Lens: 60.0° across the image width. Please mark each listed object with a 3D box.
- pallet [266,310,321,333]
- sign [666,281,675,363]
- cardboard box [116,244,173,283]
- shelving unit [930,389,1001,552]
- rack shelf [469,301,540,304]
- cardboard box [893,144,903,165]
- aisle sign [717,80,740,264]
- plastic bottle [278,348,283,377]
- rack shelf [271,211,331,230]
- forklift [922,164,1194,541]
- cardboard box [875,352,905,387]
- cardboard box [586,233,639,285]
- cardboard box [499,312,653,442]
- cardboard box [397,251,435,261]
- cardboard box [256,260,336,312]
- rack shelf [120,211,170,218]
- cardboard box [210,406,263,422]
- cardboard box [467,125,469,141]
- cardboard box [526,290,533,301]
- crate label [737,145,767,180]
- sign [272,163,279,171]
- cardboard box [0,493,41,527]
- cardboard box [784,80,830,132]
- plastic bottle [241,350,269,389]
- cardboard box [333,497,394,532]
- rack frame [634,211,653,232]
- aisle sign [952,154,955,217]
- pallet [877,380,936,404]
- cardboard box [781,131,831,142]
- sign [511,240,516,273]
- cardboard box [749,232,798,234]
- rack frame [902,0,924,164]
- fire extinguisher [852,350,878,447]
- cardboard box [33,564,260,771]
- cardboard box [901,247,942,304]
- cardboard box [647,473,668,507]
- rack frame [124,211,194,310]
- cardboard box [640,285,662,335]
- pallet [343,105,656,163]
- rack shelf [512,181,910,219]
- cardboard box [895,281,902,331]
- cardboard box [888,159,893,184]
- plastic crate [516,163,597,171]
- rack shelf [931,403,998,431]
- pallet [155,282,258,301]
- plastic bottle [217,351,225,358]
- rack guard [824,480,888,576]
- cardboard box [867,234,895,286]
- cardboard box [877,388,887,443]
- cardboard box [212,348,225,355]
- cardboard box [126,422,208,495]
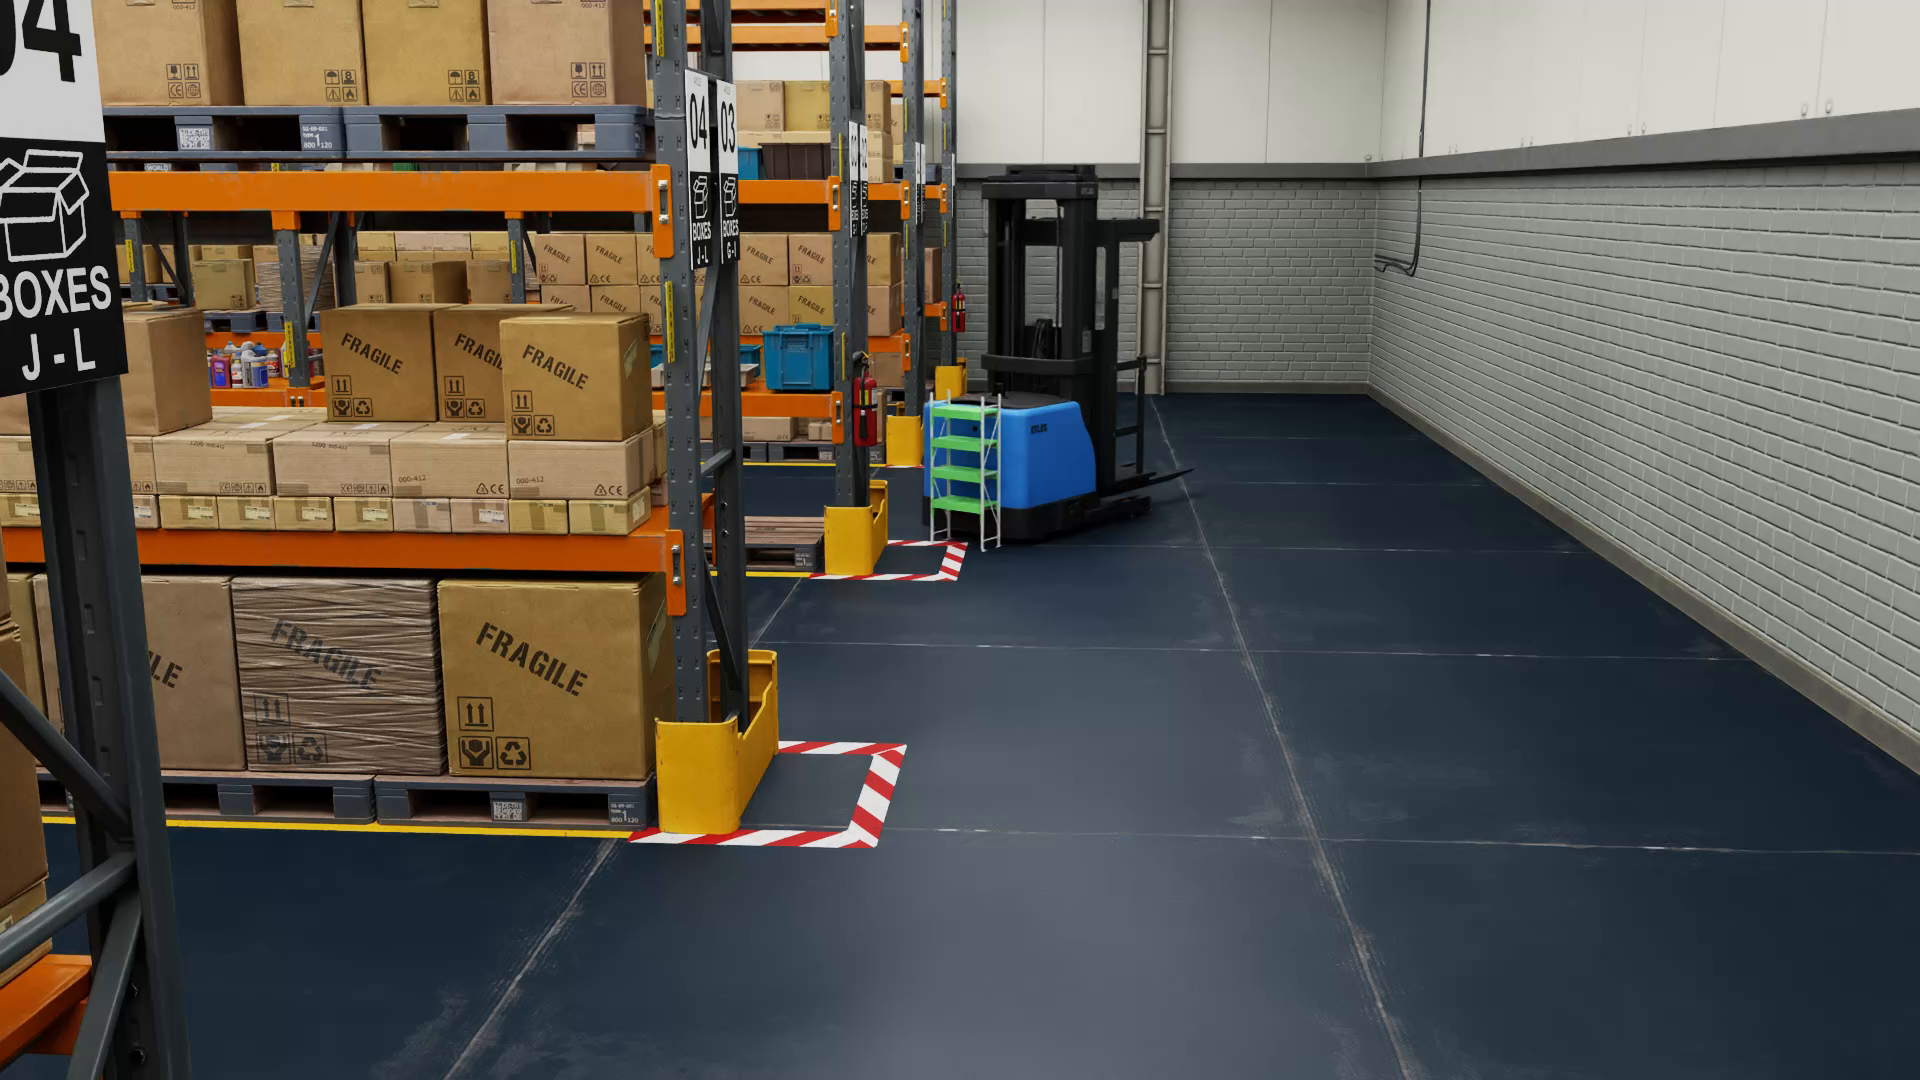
[{"bbox_3d":[-6.506,-2.330,17.547,1.213,0.211,1.003,1,12,4],"label":"pallet"},{"bbox_3d":[-1.180,-0.888,6.781,0.005,0.325,0.100,1,12,4],"label":"sign"},{"bbox_3d":[-11.048,-3.757,22.585,0.500,0.500,0.700,2,12,10],"label":"cardboard box"},{"bbox_3d":[0.042,-0.545,12.941,0.503,1.200,0.258,9,15,36],"label":"shelving unit"},{"bbox_3d":[-6.124,-3.082,22.431,4.000,0.370,1.077,1,12,4],"label":"rack shelf"},{"bbox_3d":[-0.886,-4.957,21.409,0.500,0.250,0.500,1,12,5],"label":"cardboard box"},{"bbox_3d":[-1.038,-1.649,7.475,0.004,0.787,0.394,1,12,4],"label":"aisle sign"},{"bbox_3d":[-5.261,-1.419,13.013,0.133,0.283,0.061,1,12,4],"label":"plastic bottle"},{"bbox_3d":[-6.786,-2.526,12.449,4.000,0.370,1.077,1,12,4],"label":"rack shelf"},{"bbox_3d":[0.984,-1.672,14.103,1.130,2.935,3.031,9,15,36],"label":"forklift"},{"bbox_3d":[-0.842,-2.323,22.126,0.500,0.500,0.700,1,12,4],"label":"cardboard box"},{"bbox_3d":[-3.490,-2.862,16.937,0.500,0.500,0.500,0,12,2],"label":"cardboard box"},{"bbox_3d":[-1.634,-0.708,7.136,0.500,0.500,0.500,1,12,4],"label":"cardboard box"},{"bbox_3d":[-7.130,-3.598,22.121,0.500,0.500,0.500,1,12,6],"label":"cardboard box"},{"bbox_3d":[-6.911,-2.667,17.420,0.500,0.500,0.700,3,12,14],"label":"cardboard box"},{"bbox_3d":[-10.442,-3.593,17.548,4.000,0.370,1.077,1,12,4],"label":"rack shelf"},{"bbox_3d":[-3.638,-0.477,7.862,0.500,0.250,0.500,1,12,5],"label":"cardboard box"},{"bbox_3d":[-4.953,-4.188,17.123,0.600,0.600,0.600,0,12,-2],"label":"cardboard box"},{"bbox_3d":[-5.749,-3.266,22.122,0.250,0.149,0.380,0,12,2],"label":"cardboard box"},{"bbox_3d":[-1.698,-2.802,12.374,0.502,0.251,0.408,1,12,4],"label":"crate label"},{"bbox_3d":[-4.829,-2.743,11.706,0.005,0.325,0.100,1,12,4],"label":"sign"},{"bbox_3d":[-4.061,-0.165,7.347,0.250,0.149,0.380,0,12,2],"label":"cardboard box"},{"bbox_3d":[-1.472,-4.374,16.841,0.500,0.500,0.700,1,12,4],"label":"cardboard box"},{"bbox_3d":[-5.205,-1.261,12.274,0.135,0.276,0.152,1,12,4],"label":"plastic bottle"},{"bbox_3d":[-2.527,-0.144,7.246,0.250,0.149,0.380,1,12,2],"label":"cardboard box"},{"bbox_3d":[-4.128,-3.407,22.227,0.127,3.000,1.000,1,12,4],"label":"rack frame"},{"bbox_3d":[-0.086,-4.562,21.402,0.004,0.787,0.394,1,12,4],"label":"aisle sign"},{"bbox_3d":[-0.940,-1.982,22.227,1.213,0.211,1.003,1,12,4],"label":"pallet"},{"bbox_3d":[-1.493,-3.941,16.601,0.500,0.250,0.500,1,12,4],"label":"cardboard box"},{"bbox_3d":[-4.489,-2.848,16.728,0.005,0.325,0.100,1,12,4],"label":"sign"},{"bbox_3d":[-1.911,-2.951,17.366,0.500,0.500,0.500,1,12,5],"label":"cardboard box"},{"bbox_3d":[-0.465,-5.276,16.513,0.127,3.000,1.000,1,12,4],"label":"rack frame"},{"bbox_3d":[-0.679,-1.013,11.882,0.183,0.674,0.296,1,12,4],"label":"fire extinguisher"},{"bbox_3d":[-3.570,0.501,7.709,0.875,0.875,0.875,1,12,4],"label":"cardboard box"},{"bbox_3d":[-0.647,-3.504,21.958,0.700,0.700,0.980,1,12,6],"label":"cardboard box"},{"bbox_3d":[-1.463,-0.265,7.824,0.250,0.149,0.380,1,12,4],"label":"cardboard box"},{"bbox_3d":[-8.447,-2.449,17.651,0.127,3.000,1.000,1,12,4],"label":"rack frame"},{"bbox_3d":[-2.955,-2.367,17.014,0.500,0.500,0.500,1,12,3],"label":"cardboard box"},{"bbox_3d":[-1.871,-1.749,7.193,1.213,0.211,1.003,1,12,4],"label":"pallet"},{"bbox_3d":[-2.460,-3.483,17.025,4.000,0.370,1.077,1,12,4],"label":"rack shelf"},{"bbox_3d":[-0.890,-2.449,17.404,0.500,0.500,0.500,1,12,5],"label":"cardboard box"},{"bbox_3d":[-0.960,-3.794,17.117,0.500,0.250,0.500,1,12,4],"label":"cardboard box"},{"bbox_3d":[-2.878,-2.645,11.903,0.530,0.136,0.437,1,12,4],"label":"plastic crate"},{"bbox_3d":[0.042,-0.952,12.856,0.480,0.148,0.258,9,15,36],"label":"rack shelf"},{"bbox_3d":[-10.097,-3.386,22.598,1.213,0.211,1.003,1,12,4],"label":"pallet"},{"bbox_3d":[-5.803,-1.383,13.039,0.097,0.201,0.097,0,12,0],"label":"plastic bottle"},{"bbox_3d":[-0.775,-0.107,12.557,0.348,0.500,1.175,1,12,4],"label":"rack guard"},{"bbox_3d":[-0.927,-2.828,16.775,0.500,0.500,0.500,1,12,3],"label":"cardboard box"},{"bbox_3d":[-1.024,-1.289,17.133,0.500,0.500,0.500,1,12,4],"label":"cardboard box"},{"bbox_3d":[-9.845,-2.484,22.848,0.500,0.500,0.700,1,12,3],"label":"cardboard box"},{"bbox_3d":[-3.657,-0.369,7.347,0.500,0.250,0.500,1,12,5],"label":"cardboard box"}]
